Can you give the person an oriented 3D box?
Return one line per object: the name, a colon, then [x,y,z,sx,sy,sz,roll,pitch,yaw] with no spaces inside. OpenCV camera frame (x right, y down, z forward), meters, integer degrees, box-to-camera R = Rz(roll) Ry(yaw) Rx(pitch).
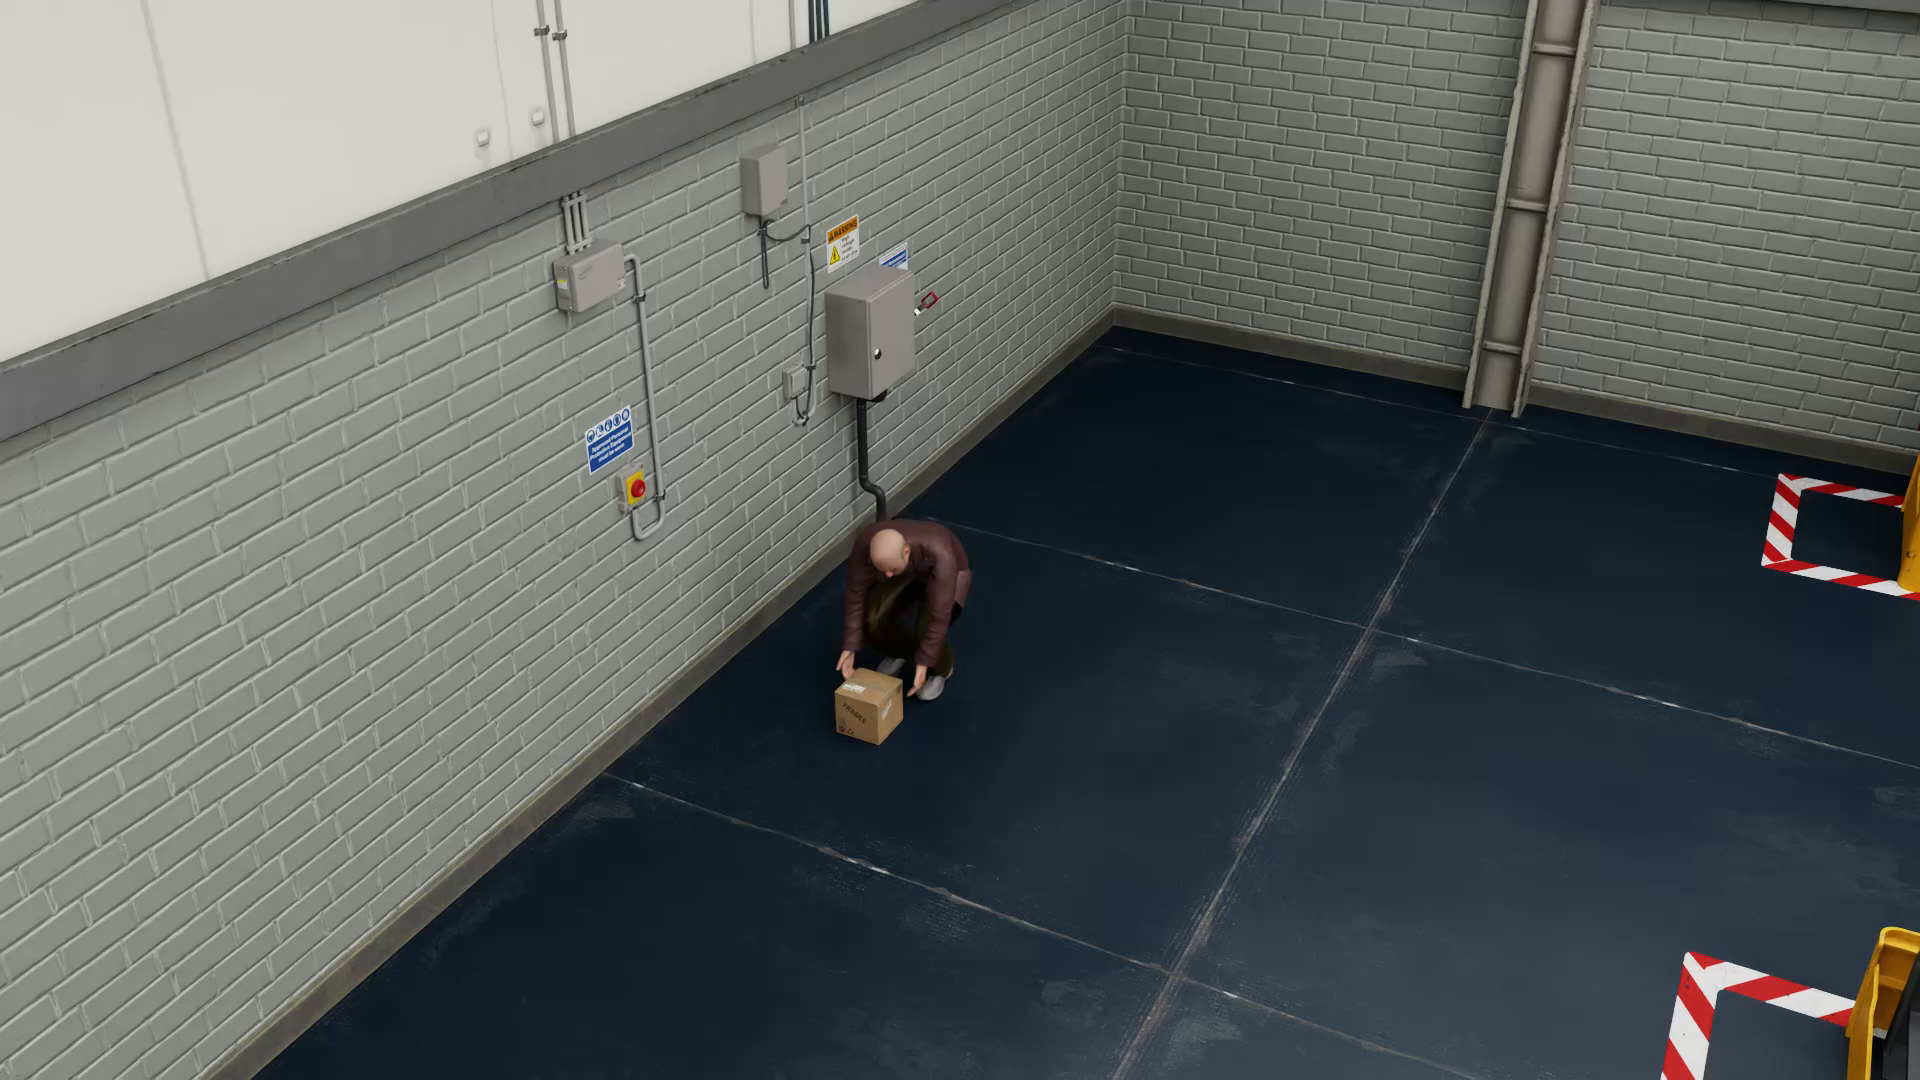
person: [-0.301,0.350,8.455,0.580,1.024,0.943,13,32,21]
